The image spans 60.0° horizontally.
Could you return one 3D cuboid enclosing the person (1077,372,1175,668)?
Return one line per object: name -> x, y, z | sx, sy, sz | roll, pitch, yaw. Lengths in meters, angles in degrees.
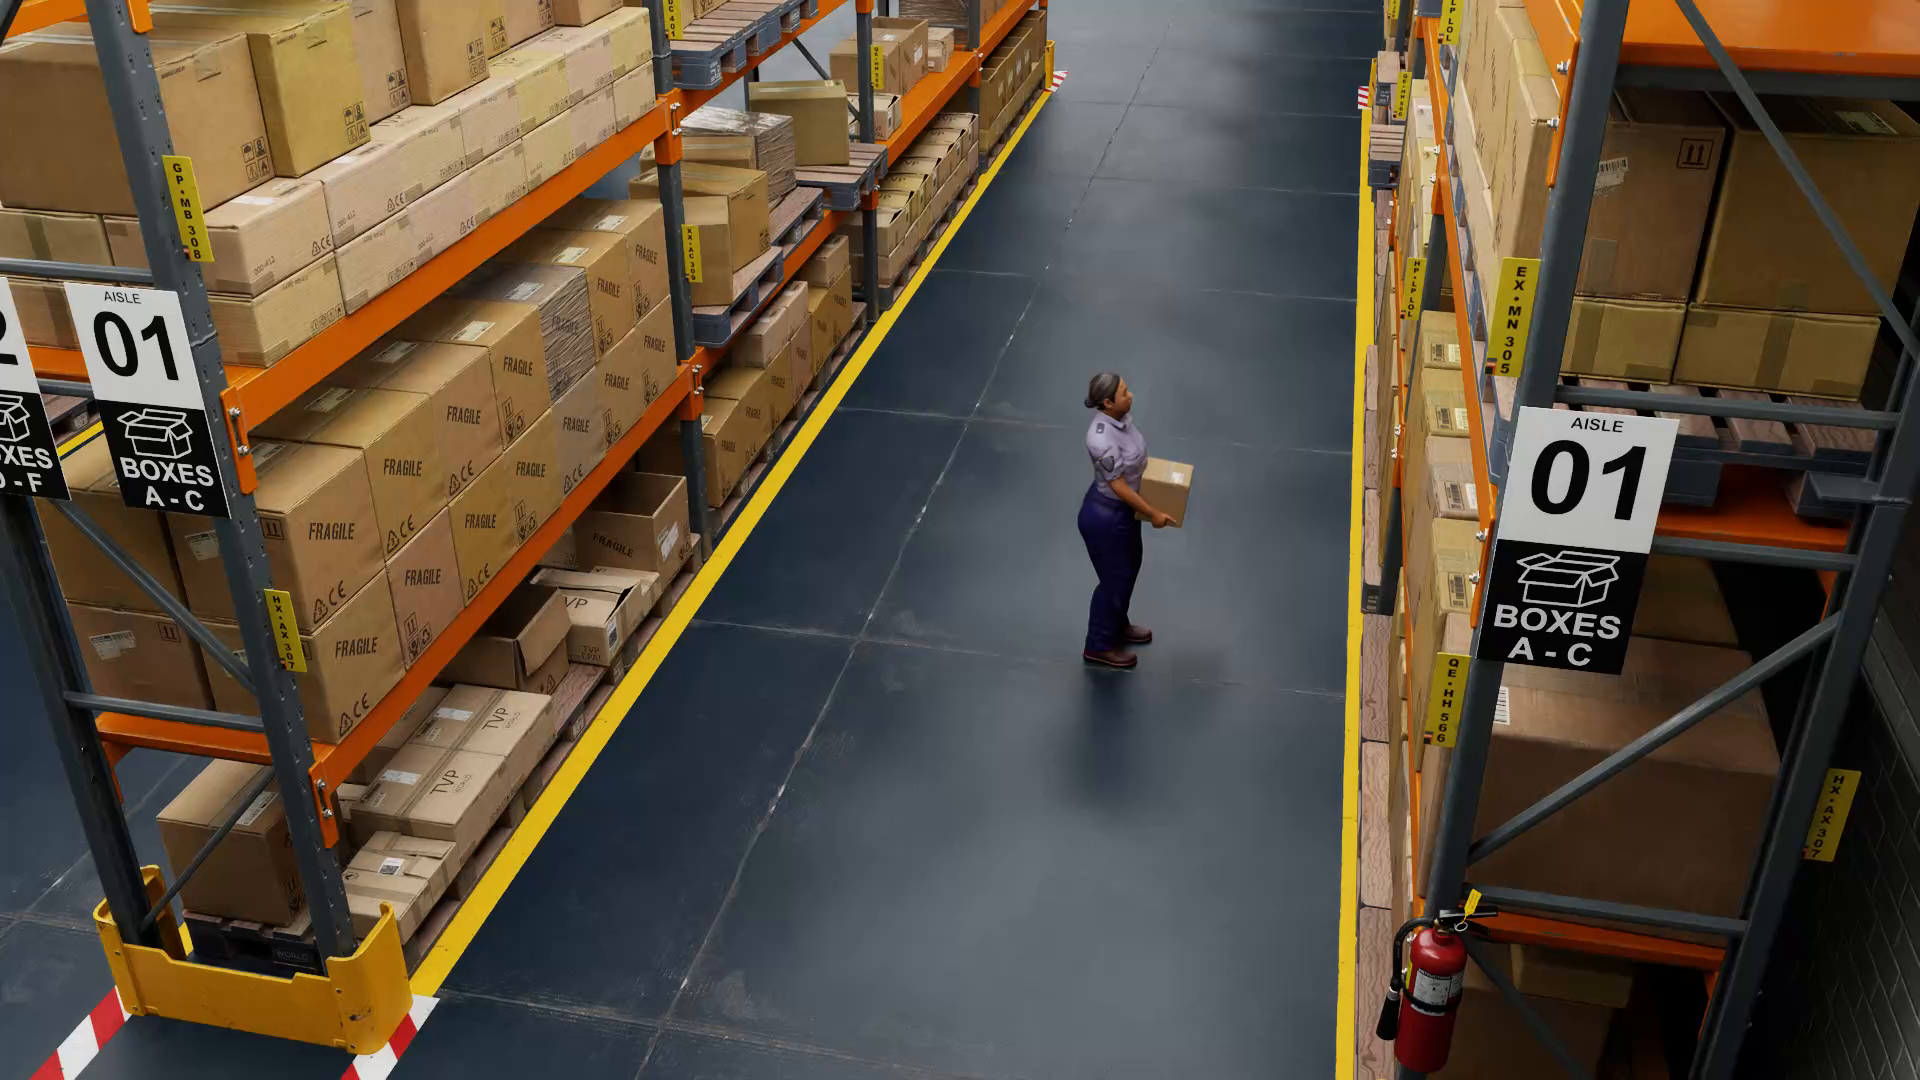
person -> 0.897, -0.120, 8.855 | 0.522, 1.634, 0.452 | 6, 30, 11
